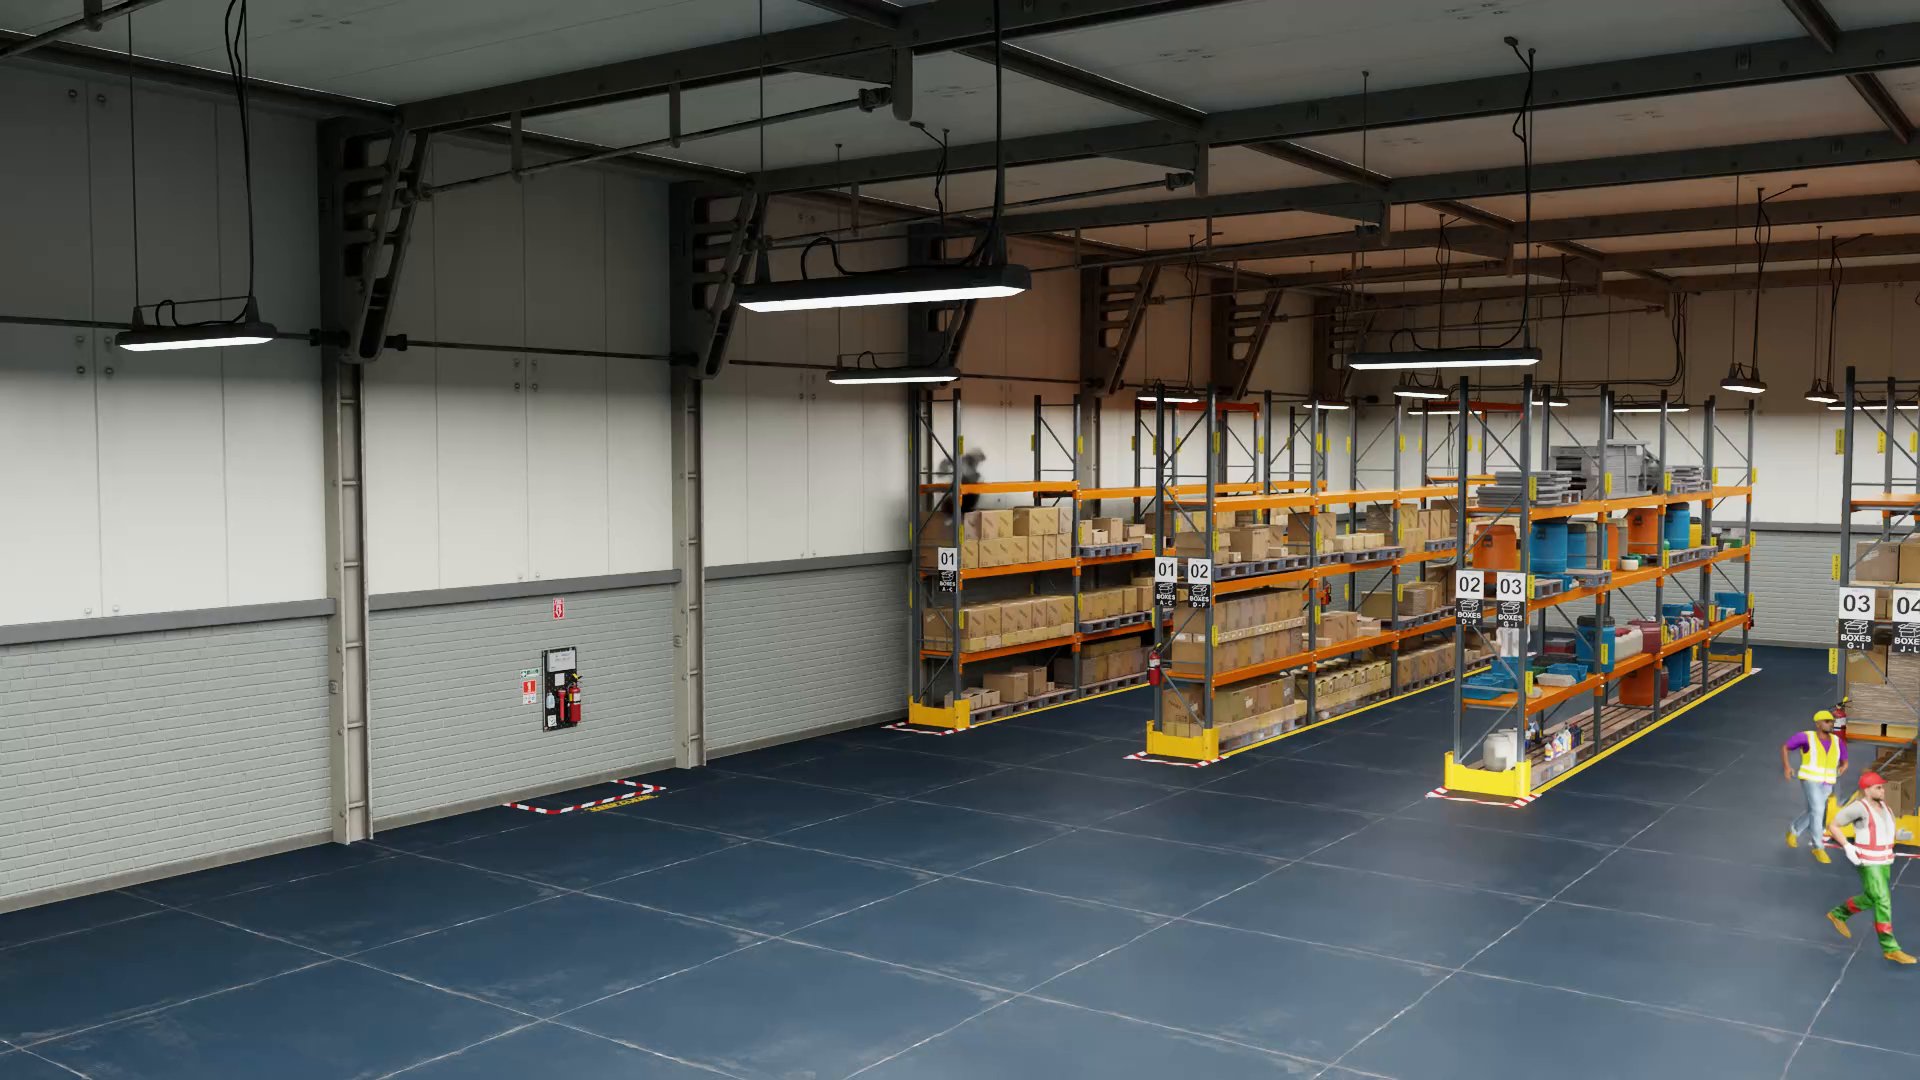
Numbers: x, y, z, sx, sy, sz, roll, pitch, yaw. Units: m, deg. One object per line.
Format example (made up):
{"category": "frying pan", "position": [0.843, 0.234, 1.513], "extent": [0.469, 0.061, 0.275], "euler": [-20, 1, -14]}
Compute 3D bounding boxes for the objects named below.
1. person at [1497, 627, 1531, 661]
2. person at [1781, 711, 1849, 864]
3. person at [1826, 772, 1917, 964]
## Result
{"category": "person", "position": [10.925, 2.253, 32.919], "extent": [0.701, 1.792, 0.762], "euler": [2, 4, 29]}
{"category": "person", "position": [10.473, 2.957, 20.232], "extent": [0.728, 1.753, 0.915], "euler": [0, 3, -6]}
{"category": "person", "position": [8.928, 3.156, 16.282], "extent": [0.661, 1.765, 1.002], "euler": [-2, 4, -27]}
